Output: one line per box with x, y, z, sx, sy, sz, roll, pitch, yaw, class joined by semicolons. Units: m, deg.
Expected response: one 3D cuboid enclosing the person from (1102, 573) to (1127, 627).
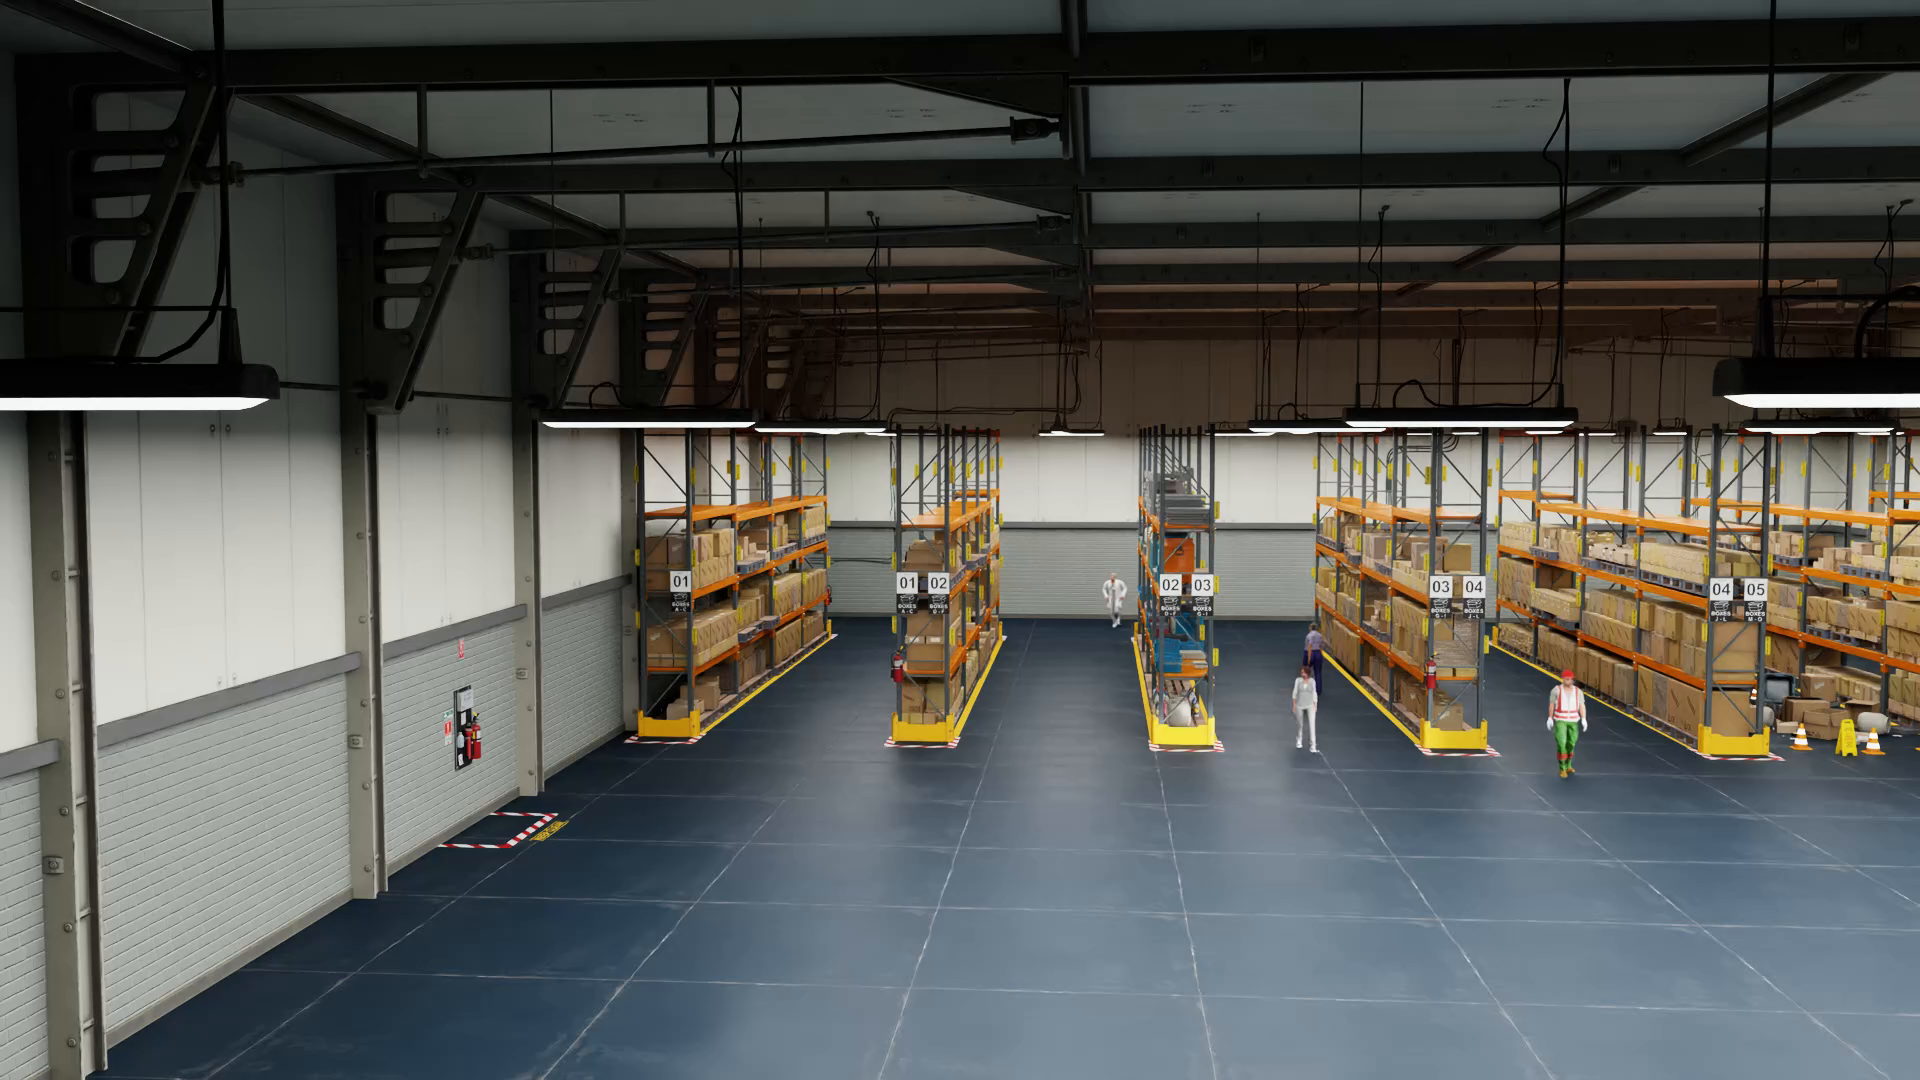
4.697;1.819;50.488;0.746;1.685;0.655;1;4;15;person

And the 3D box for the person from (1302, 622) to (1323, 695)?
7.895;2.753;37.084;0.504;1.476;0.576;-1;4;-15;person

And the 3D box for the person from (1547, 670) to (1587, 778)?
10.339;3.125;28.326;0.611;1.846;0.557;0;3;7;person

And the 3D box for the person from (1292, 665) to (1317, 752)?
6.326;3.075;30.500;0.451;1.560;0.786;1;4;12;person
